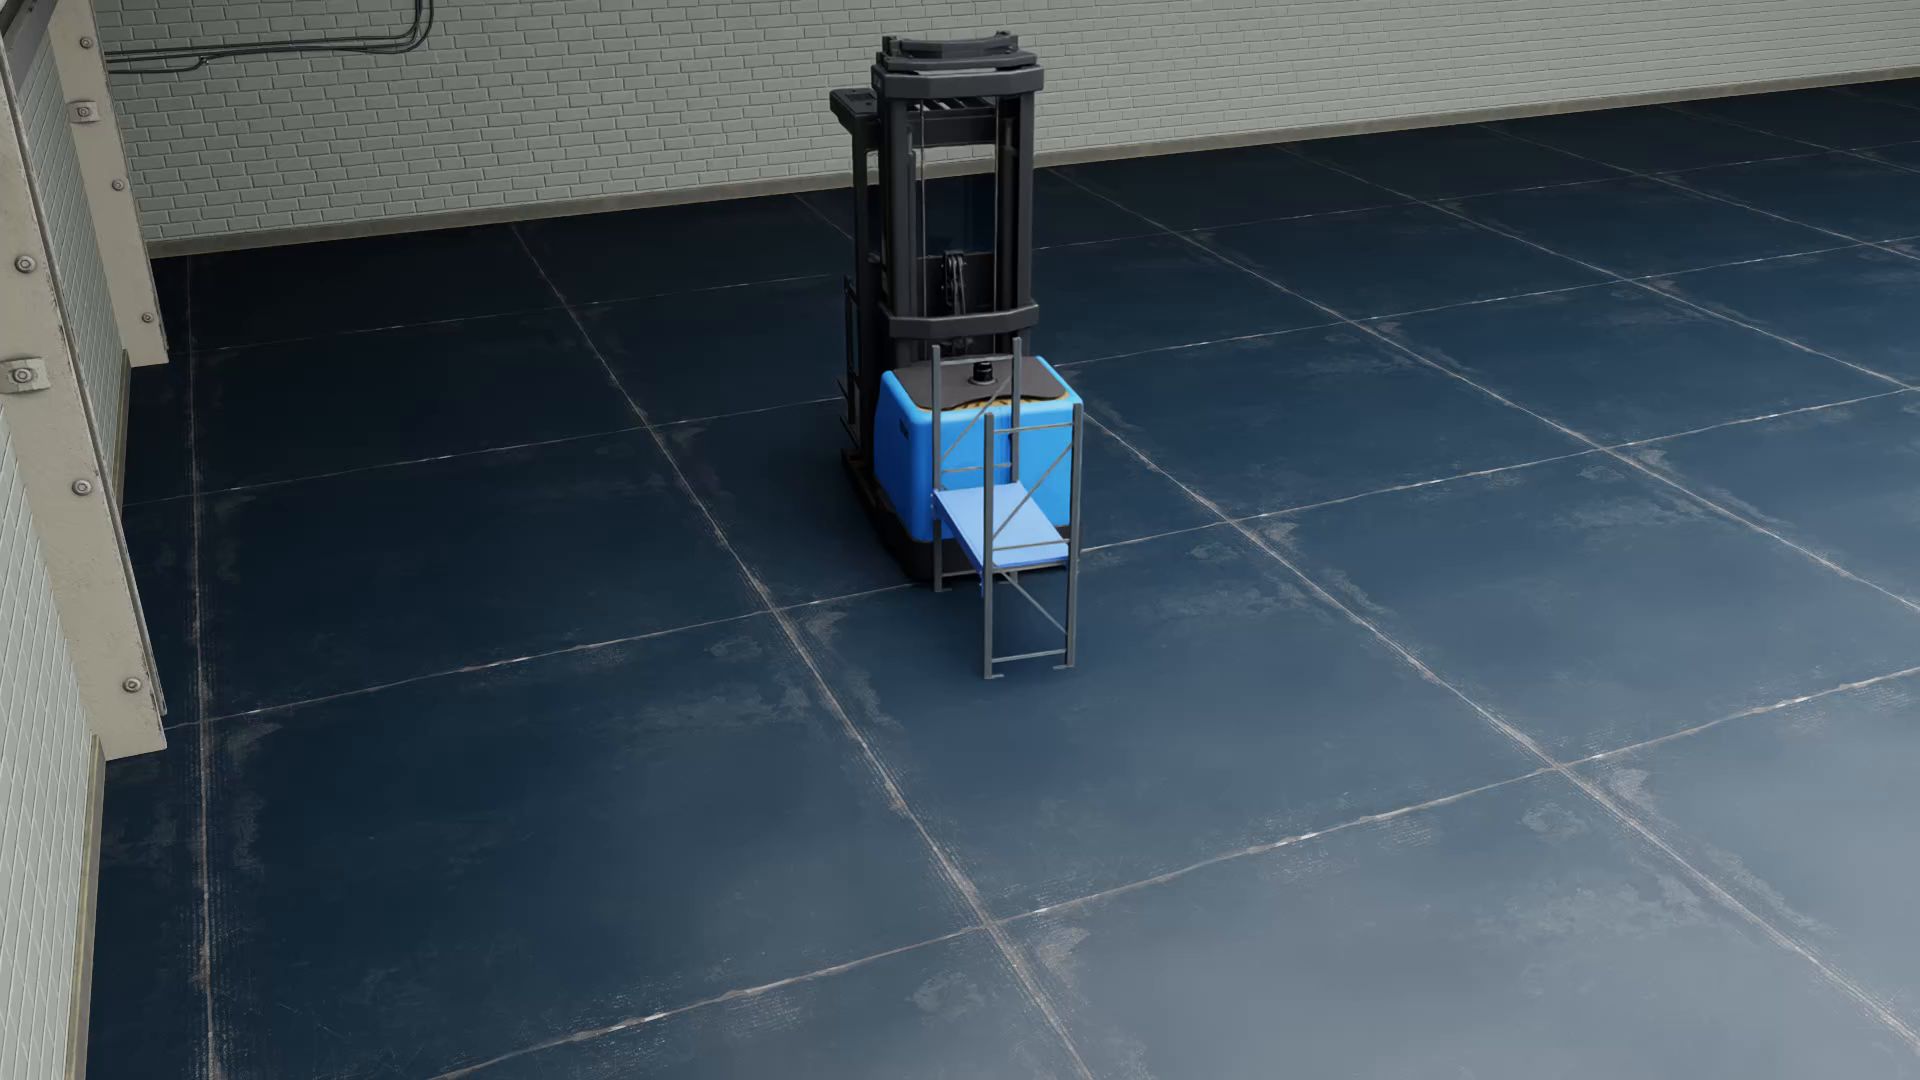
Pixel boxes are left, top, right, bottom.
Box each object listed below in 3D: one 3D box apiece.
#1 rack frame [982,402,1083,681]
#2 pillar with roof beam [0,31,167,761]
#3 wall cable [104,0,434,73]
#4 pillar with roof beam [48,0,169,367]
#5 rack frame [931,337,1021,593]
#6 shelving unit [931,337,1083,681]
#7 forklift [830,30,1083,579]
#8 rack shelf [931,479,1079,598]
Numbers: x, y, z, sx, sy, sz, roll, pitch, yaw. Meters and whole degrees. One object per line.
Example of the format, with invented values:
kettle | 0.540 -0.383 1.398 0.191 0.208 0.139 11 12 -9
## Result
rack frame | 0.362 0.029 8.481 0.500 1.500 0.032 -7 27 -14
pillar with roof beam | -0.150 -3.814 7.805 9.100 9.000 0.400 -11 28 -21
wall cable | -6.398 -5.518 14.833 3.097 2.526 0.112 -11 28 -21
pillar with roof beam | -2.500 -6.236 12.766 9.100 9.000 0.400 -11 28 -21
rack frame | 0.090 -0.401 9.361 0.500 1.500 0.032 -7 27 -14
shelving unit | 0.226 -0.186 8.921 0.538 1.500 1.048 -7 27 -14
forklift | -0.166 -1.716 10.424 1.130 2.935 3.031 -7 27 -14
rack shelf | 0.226 -0.024 9.000 0.538 0.185 1.000 -7 27 -14
